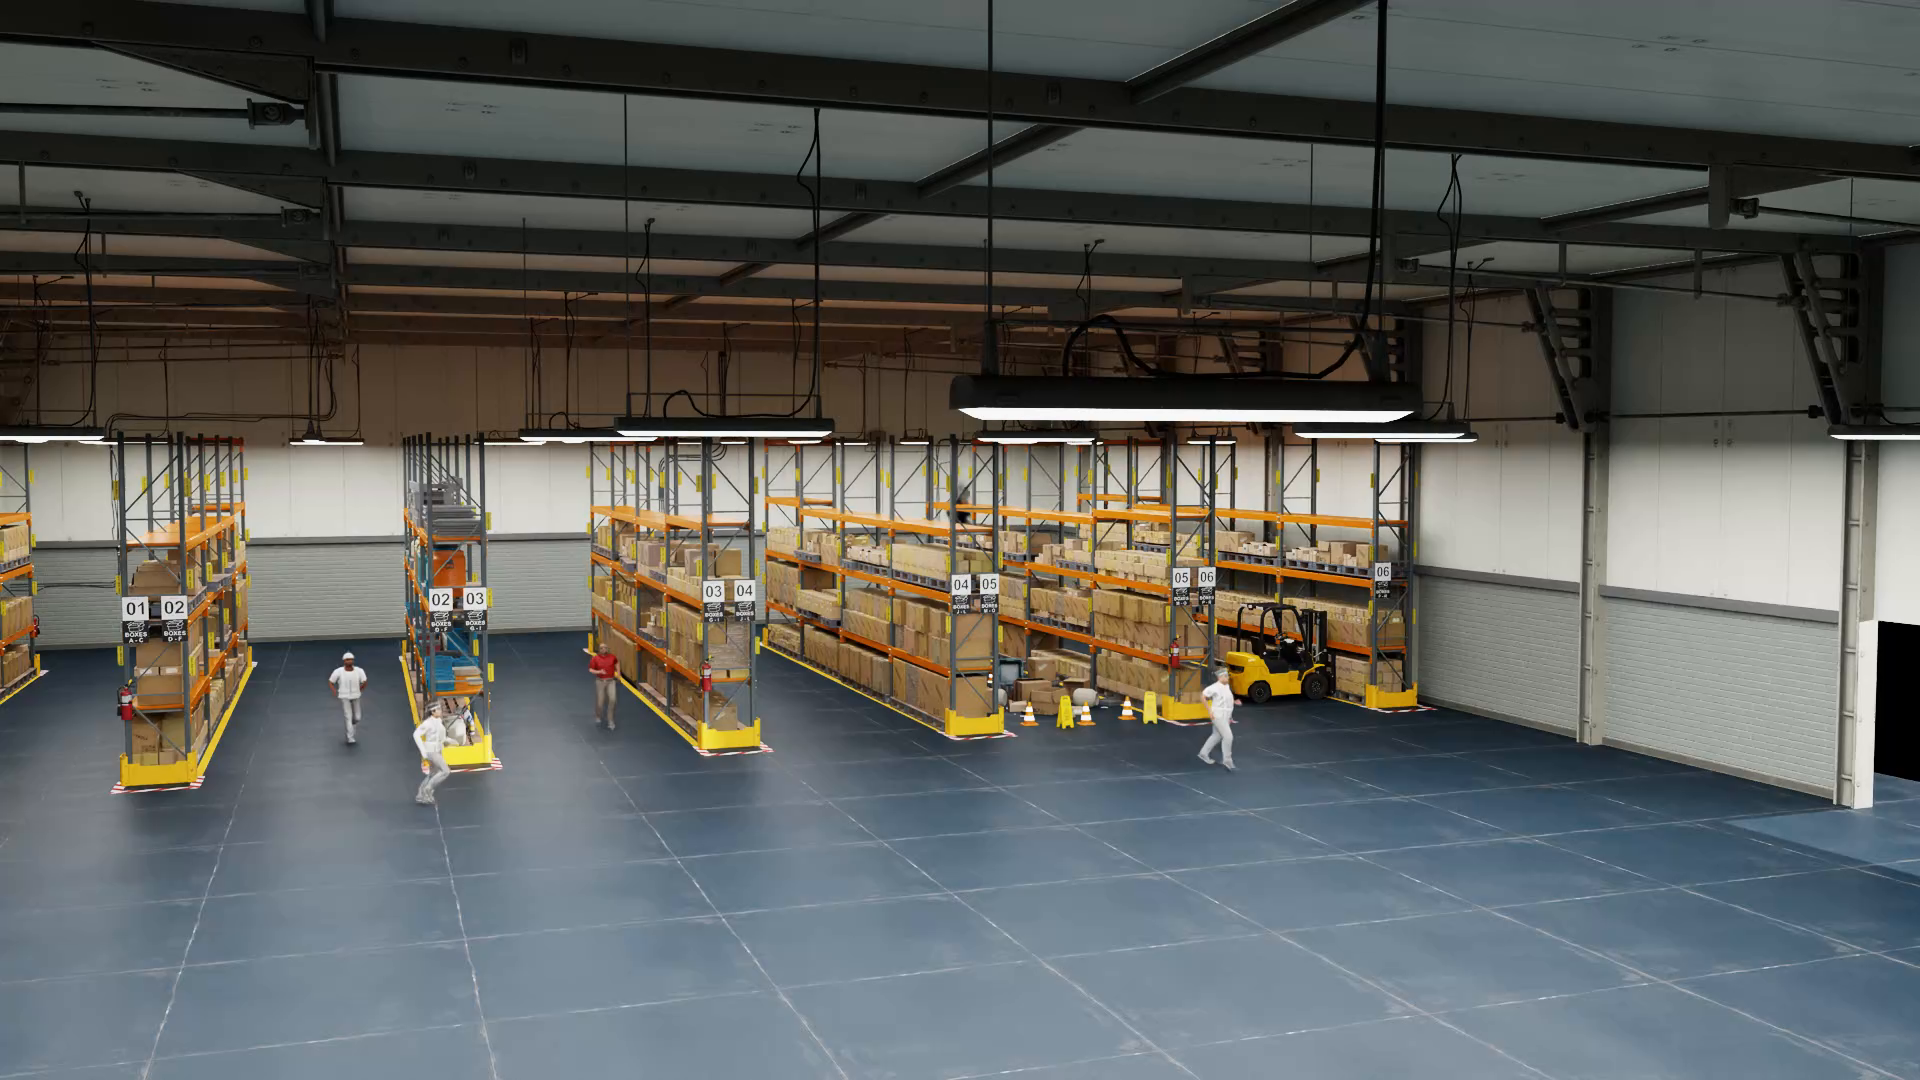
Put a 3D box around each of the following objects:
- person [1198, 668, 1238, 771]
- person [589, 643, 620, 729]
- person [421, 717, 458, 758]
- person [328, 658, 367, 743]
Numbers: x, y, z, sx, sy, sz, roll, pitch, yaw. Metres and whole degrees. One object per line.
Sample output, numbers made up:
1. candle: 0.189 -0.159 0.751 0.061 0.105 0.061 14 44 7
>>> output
1. person: 4.633 3.195 29.782 0.802 1.844 0.440 2 4 26
2. person: -7.285 2.995 34.140 0.670 1.776 0.822 -1 3 -22
3. person: -8.336 3.150 26.621 0.552 0.622 0.487 0 3 3
4. person: -11.903 3.081 32.390 0.711 1.696 0.796 -2 4 -32
